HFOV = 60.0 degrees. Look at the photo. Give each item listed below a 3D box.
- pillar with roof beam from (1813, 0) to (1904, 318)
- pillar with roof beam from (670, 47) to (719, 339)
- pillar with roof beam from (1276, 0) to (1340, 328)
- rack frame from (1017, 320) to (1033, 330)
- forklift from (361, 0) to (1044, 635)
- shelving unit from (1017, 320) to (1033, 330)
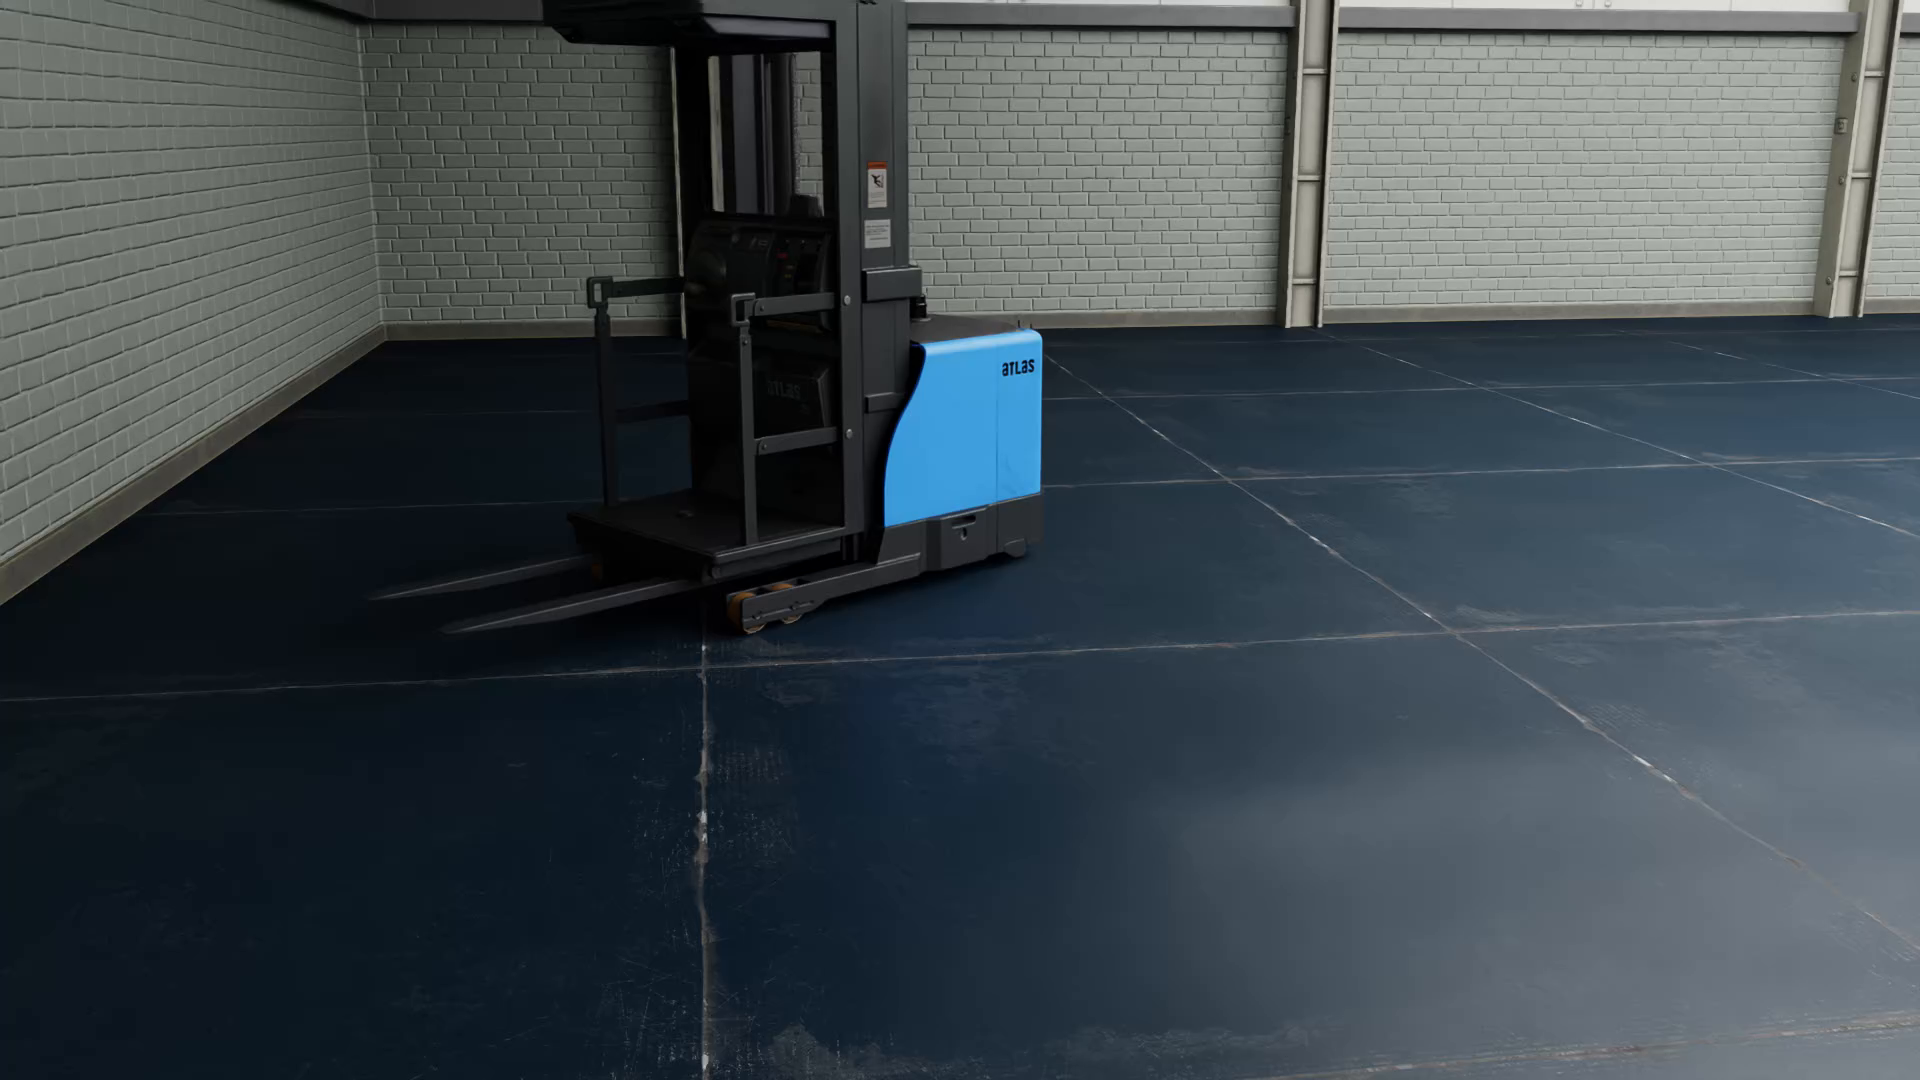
[{"bbox_3d":[10.022,-5.730,12.570,0.400,9.000,9.100,-2,14,-8],"label":"pillar with roof beam"},{"bbox_3d":[-1.844,-5.295,10.836,0.400,9.000,9.100,-2,14,-8],"label":"pillar with roof beam"},{"bbox_3d":[4.089,-5.512,11.703,0.400,9.000,9.100,-2,14,-8],"label":"pillar with roof beam"},{"bbox_3d":[0.321,-0.566,8.322,0.008,1.050,0.200,-5,15,-18],"label":"rack frame"},{"bbox_3d":[-1.005,-1.186,6.924,3.031,2.935,1.130,-14,19,-43],"label":"forklift"},{"bbox_3d":[0.205,-0.557,8.284,0.252,1.050,0.215,-5,15,-18],"label":"shelving unit"}]
